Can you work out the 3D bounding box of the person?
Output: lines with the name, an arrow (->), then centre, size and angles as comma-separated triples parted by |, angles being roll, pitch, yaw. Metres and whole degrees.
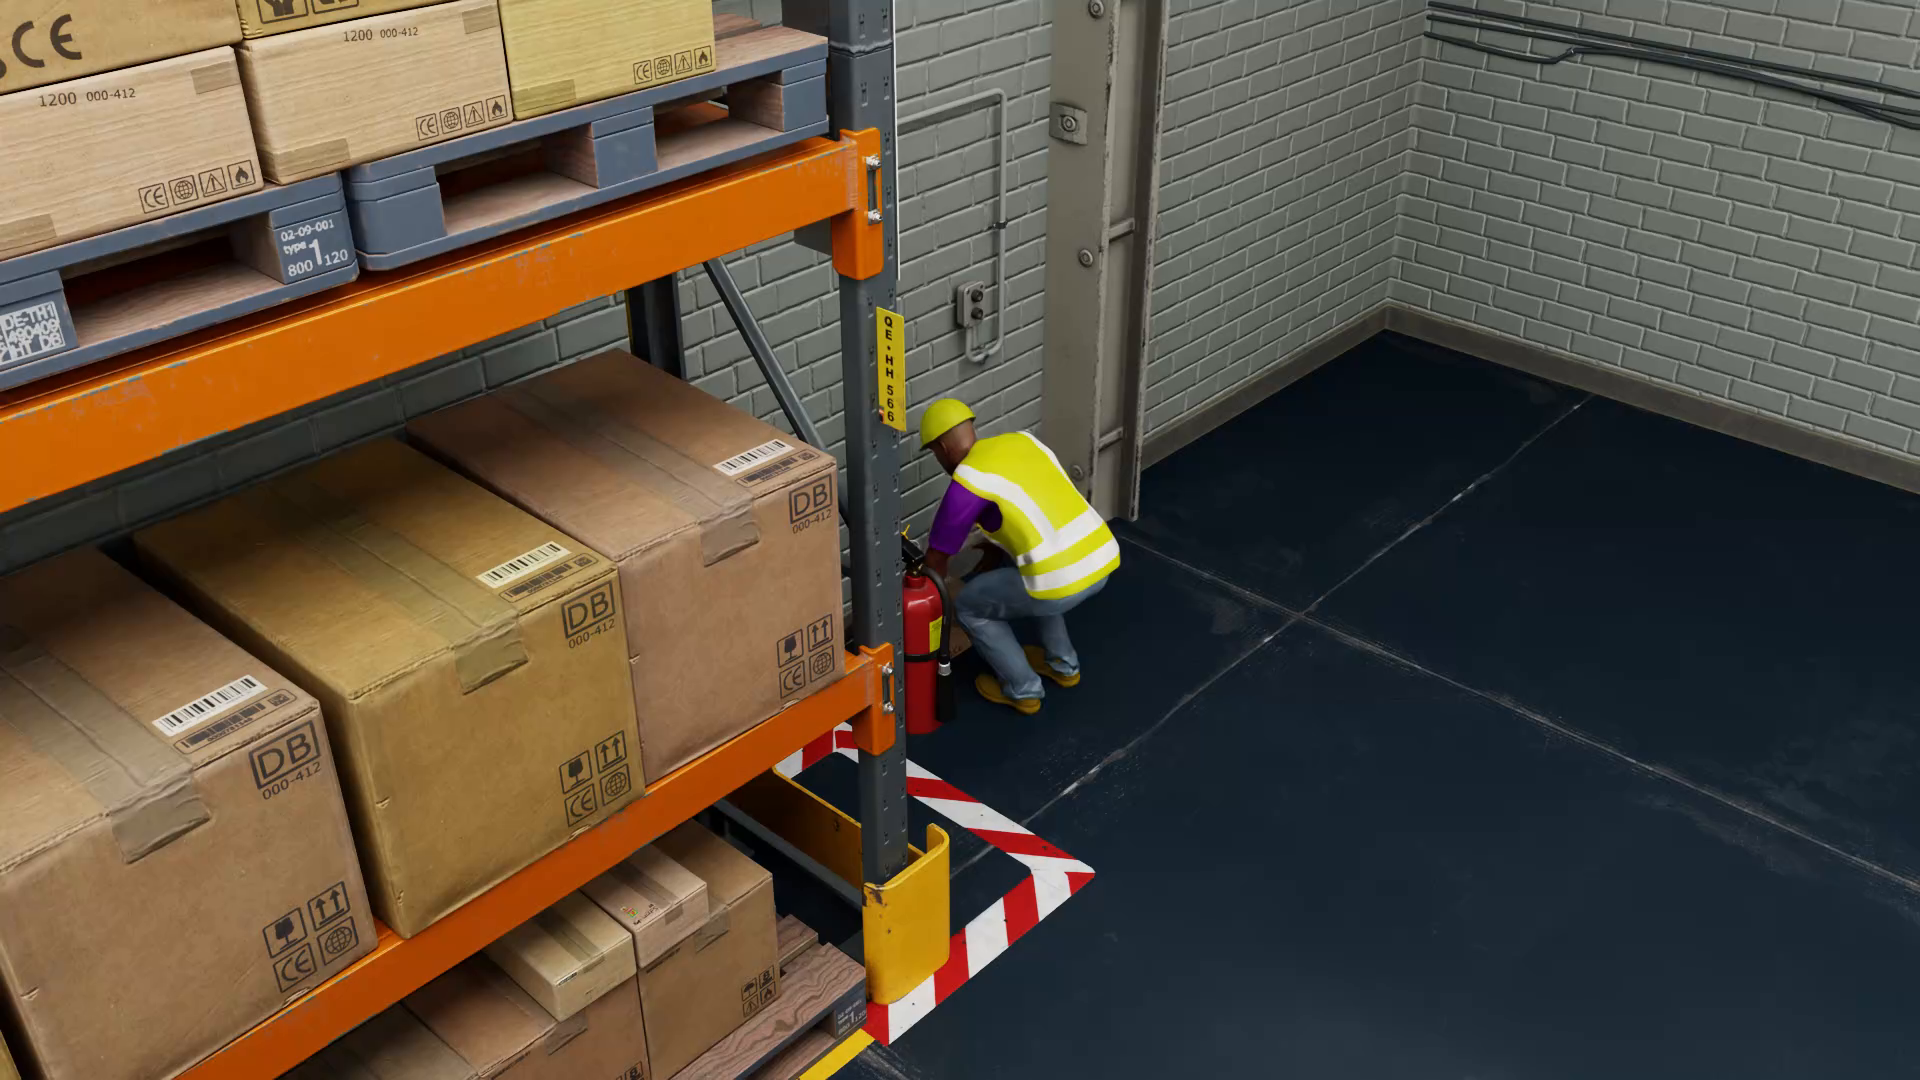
person -> 0.189, 0.074, 6.542 | 0.847, 1.196, 0.619 | 25, 39, 35
